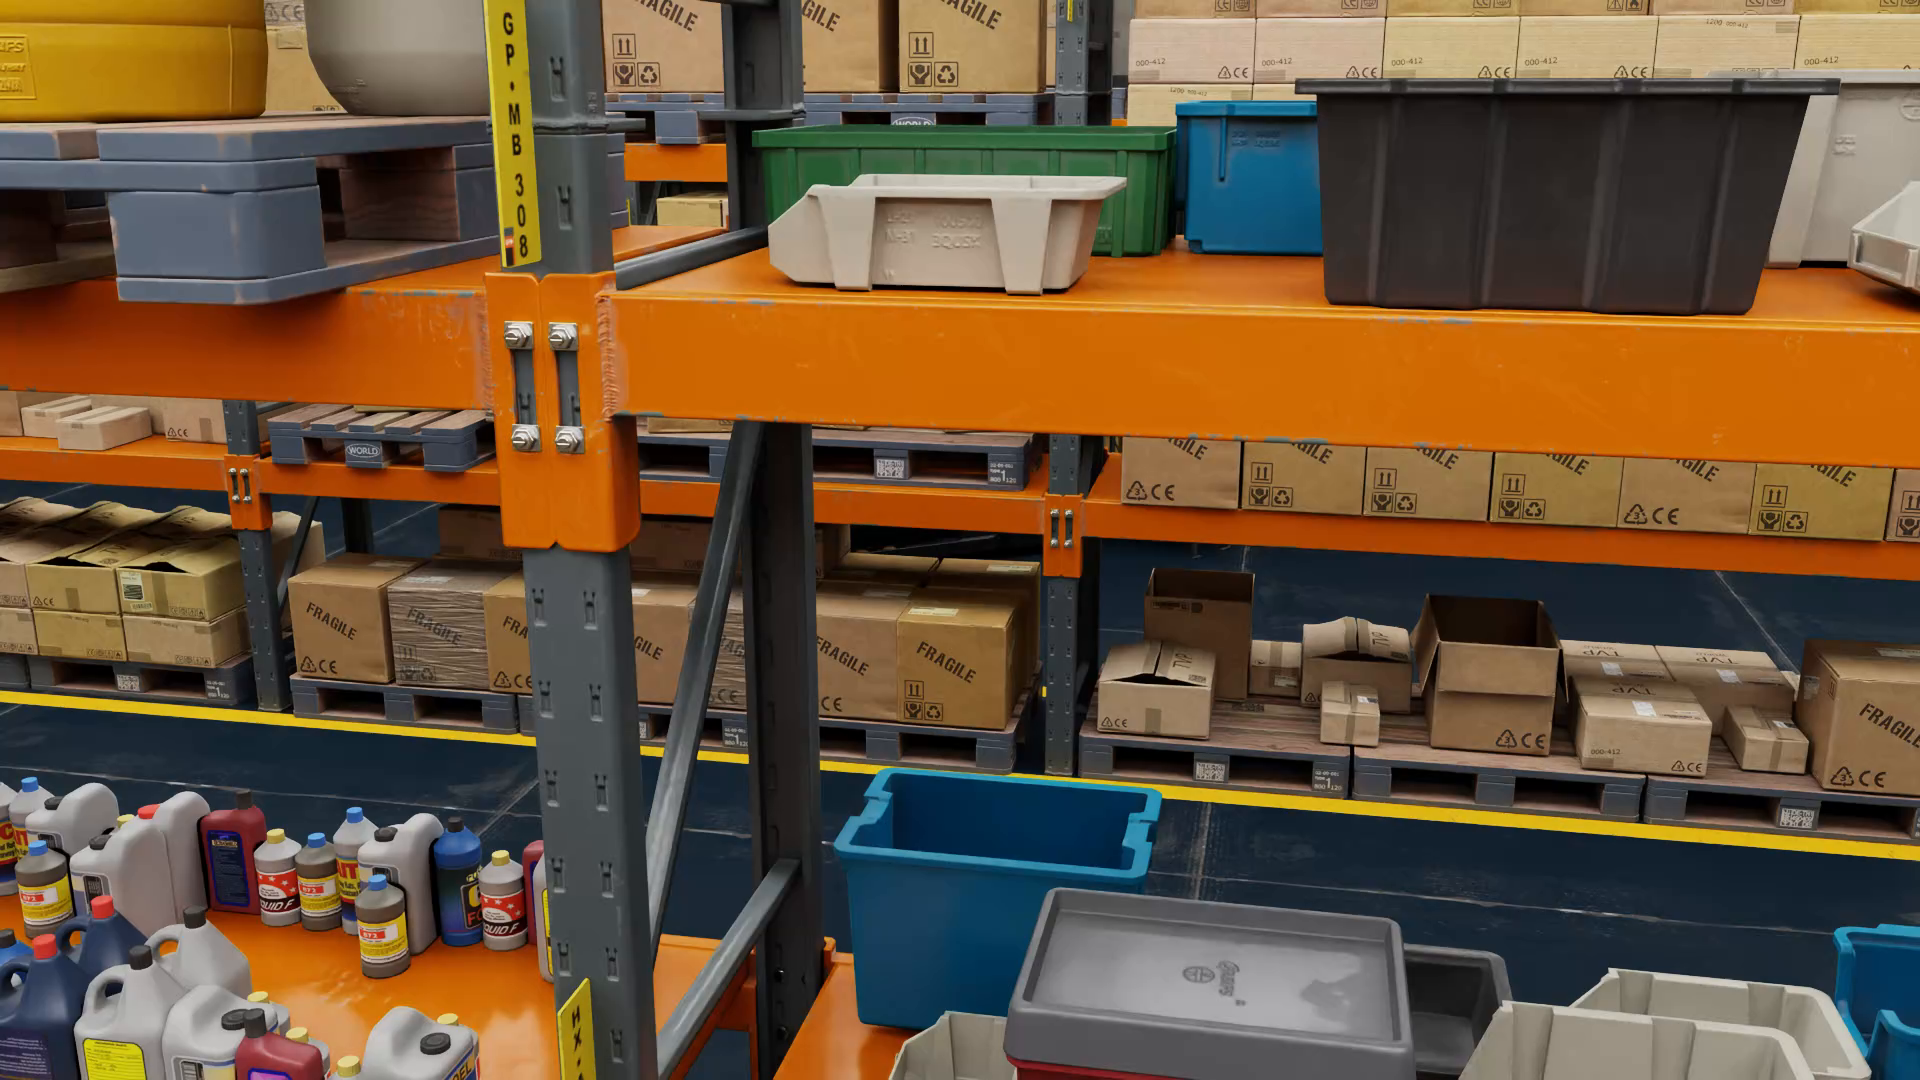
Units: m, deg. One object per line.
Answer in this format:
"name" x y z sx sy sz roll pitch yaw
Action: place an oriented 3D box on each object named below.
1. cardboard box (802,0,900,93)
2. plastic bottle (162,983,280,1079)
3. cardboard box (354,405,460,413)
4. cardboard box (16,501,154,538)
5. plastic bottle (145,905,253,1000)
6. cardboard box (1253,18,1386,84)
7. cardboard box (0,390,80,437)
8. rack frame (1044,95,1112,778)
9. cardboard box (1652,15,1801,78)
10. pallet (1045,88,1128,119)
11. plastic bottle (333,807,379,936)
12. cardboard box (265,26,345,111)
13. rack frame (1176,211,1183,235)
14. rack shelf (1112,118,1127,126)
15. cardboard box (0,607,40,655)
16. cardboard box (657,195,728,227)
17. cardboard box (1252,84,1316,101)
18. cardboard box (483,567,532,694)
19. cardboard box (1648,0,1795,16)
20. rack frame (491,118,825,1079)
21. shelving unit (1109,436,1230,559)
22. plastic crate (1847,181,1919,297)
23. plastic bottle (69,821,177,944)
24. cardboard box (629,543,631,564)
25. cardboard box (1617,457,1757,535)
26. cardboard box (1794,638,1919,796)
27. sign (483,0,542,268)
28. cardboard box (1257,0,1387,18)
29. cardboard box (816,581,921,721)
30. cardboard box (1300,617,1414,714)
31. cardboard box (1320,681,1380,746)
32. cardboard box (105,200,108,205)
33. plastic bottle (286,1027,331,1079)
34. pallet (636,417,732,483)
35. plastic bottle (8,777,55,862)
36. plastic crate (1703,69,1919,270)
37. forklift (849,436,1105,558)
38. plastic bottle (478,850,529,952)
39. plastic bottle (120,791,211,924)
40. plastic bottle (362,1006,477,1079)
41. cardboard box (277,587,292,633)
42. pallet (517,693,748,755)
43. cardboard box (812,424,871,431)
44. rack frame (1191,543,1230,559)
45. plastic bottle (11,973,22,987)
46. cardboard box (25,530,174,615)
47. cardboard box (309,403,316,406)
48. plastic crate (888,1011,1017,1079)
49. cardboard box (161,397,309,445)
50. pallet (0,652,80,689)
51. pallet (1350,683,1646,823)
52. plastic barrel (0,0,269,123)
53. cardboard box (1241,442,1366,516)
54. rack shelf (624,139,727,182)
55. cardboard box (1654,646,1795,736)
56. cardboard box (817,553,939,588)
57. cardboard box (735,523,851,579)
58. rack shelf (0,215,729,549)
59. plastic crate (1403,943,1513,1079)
"cardboard box" -0.591 -2.316 7.453 0.600 0.600 0.600 3 16 10
"plastic bottle" -1.252 0.904 2.843 0.135 0.276 0.152 3 16 11
"cardboard box" -2.733 -0.955 8.348 0.500 0.500 0.700 -2 16 -8
"cardboard box" -4.843 -0.014 9.239 0.500 0.311 0.500 3 16 10
"plastic bottle" -1.380 0.822 2.996 0.185 0.351 0.144 3 16 11
"cardboard box" 1.465 -1.993 6.794 0.500 0.250 0.500 3 16 11
"cardboard box" -5.020 -0.842 8.725 0.500 0.500 0.500 2 16 8
"rack frame" 0.548 -0.496 7.663 0.127 3.000 1.000 3 16 11
"cardboard box" 2.934 -1.912 6.501 0.500 0.250 0.500 3 16 11
"pallet" 0.623 -3.181 12.097 1.217 0.209 0.805 2 16 9
"plastic bottle" -1.287 0.705 3.570 0.097 0.271 0.097 0 15 0
"cardboard box" -2.938 -2.188 7.966 0.500 0.500 0.910 3 16 11
"rack frame" 1.531 -1.792 12.342 0.127 3.000 1.000 3 16 11
"rack shelf" -0.429 -2.997 12.422 4.000 0.370 1.077 3 16 11
"cardboard box" -4.934 0.396 8.808 0.500 0.250 0.500 3 16 12
"cardboard box" -1.967 -2.474 12.618 0.500 0.250 0.500 3 16 12
"cardboard box" 1.464 -1.751 6.856 0.500 0.250 0.500 3 16 11
"cardboard box" -1.978 0.437 8.153 0.500 0.500 0.500 3 16 10
"cardboard box" 2.976 -2.329 6.602 0.500 0.500 0.700 3 16 11
"rack frame" -0.443 0.800 2.986 0.127 3.000 1.000 3 16 11
"shelving unit" 1.429 -0.704 11.224 0.431 1.500 0.755 -15 21 -42
"plastic crate" 1.402 -0.351 2.015 0.530 0.136 0.437 3 16 11
"plastic bottle" -1.758 0.726 3.486 0.135 0.276 0.152 3 16 11
"cardboard box" -1.902 0.300 8.649 0.500 0.500 0.500 3 16 9
"cardboard box" 2.977 -0.339 6.908 0.500 0.500 0.500 3 16 12
"cardboard box" 3.886 0.745 7.042 0.500 0.500 0.500 3 16 11
"sign" -0.555 -0.506 2.065 0.005 0.325 0.100 3 16 11
"cardboard box" 1.494 -2.392 6.829 0.500 0.500 0.700 3 16 11
"cardboard box" -0.476 0.517 7.865 0.500 0.500 0.500 3 16 11
"cardboard box" 1.898 0.584 7.978 0.500 0.311 0.500 3 16 11
"cardboard box" 1.766 0.780 7.541 0.250 0.166 0.380 3 16 11
"cardboard box" -7.233 -2.624 14.186 0.500 0.500 0.500 3 16 11
"plastic bottle" -1.131 0.937 2.863 0.097 0.201 0.097 0 15 0
"pallet" -1.465 -0.514 8.088 1.213 0.211 1.003 3 16 11
"plastic bottle" -2.064 0.662 3.722 0.097 0.271 0.097 0 15 0
"plastic crate" 1.366 -0.575 2.550 0.530 0.282 0.437 3 16 11
"forklift" -0.570 -1.344 10.854 3.031 2.935 1.130 -7 17 -23
"plastic bottle" -0.965 0.756 3.517 0.097 0.201 0.097 0 15 0
"plastic bottle" -1.728 0.686 3.629 0.135 0.276 0.152 3 16 11
"plastic bottle" -0.894 0.923 2.773 0.135 0.276 0.152 3 16 11
"cardboard box" -3.827 0.309 9.120 0.500 0.250 0.500 3 16 11
"pallet" -1.456 0.750 8.388 1.213 0.211 1.003 3 16 11
"cardboard box" -0.558 -0.850 7.968 0.500 0.500 0.700 6 16 20
"rack frame" 1.685 -0.634 10.972 0.400 1.500 0.023 -15 21 -42
"plastic bottle" -1.746 0.877 2.940 0.135 0.276 0.152 3 16 11
"cardboard box" -4.445 0.154 8.629 0.500 0.311 0.500 3 16 10
"cardboard box" -5.067 -1.176 13.976 0.500 0.500 0.700 3 16 10
"plastic crate" -0.015 0.960 2.789 0.243 0.136 0.396 3 16 11
"cardboard box" -3.720 -0.697 8.554 0.500 0.311 0.500 4 16 15
"pallet" -5.363 0.516 9.235 1.213 0.211 1.003 3 16 11
"pallet" 2.420 0.949 7.671 1.213 0.211 1.003 3 16 11
"plastic barrel" -1.378 -0.934 2.488 0.600 0.588 0.600 0 15 0
"cardboard box" 1.495 -0.419 7.199 0.500 0.500 0.500 3 16 12
"rack shelf" -1.412 -1.701 7.743 4.000 0.370 1.077 3 16 11
"cardboard box" 3.501 0.700 7.672 0.500 0.250 0.500 3 16 11
"cardboard box" -0.403 0.382 8.353 0.500 0.500 0.500 3 16 12
"cardboard box" -0.858 -0.007 8.353 0.500 0.250 0.500 3 16 11
"rack shelf" -2.403 -0.406 3.066 4.000 0.370 1.077 3 16 11
"plastic crate" 0.707 0.893 3.054 0.590 0.125 0.437 3 16 11
